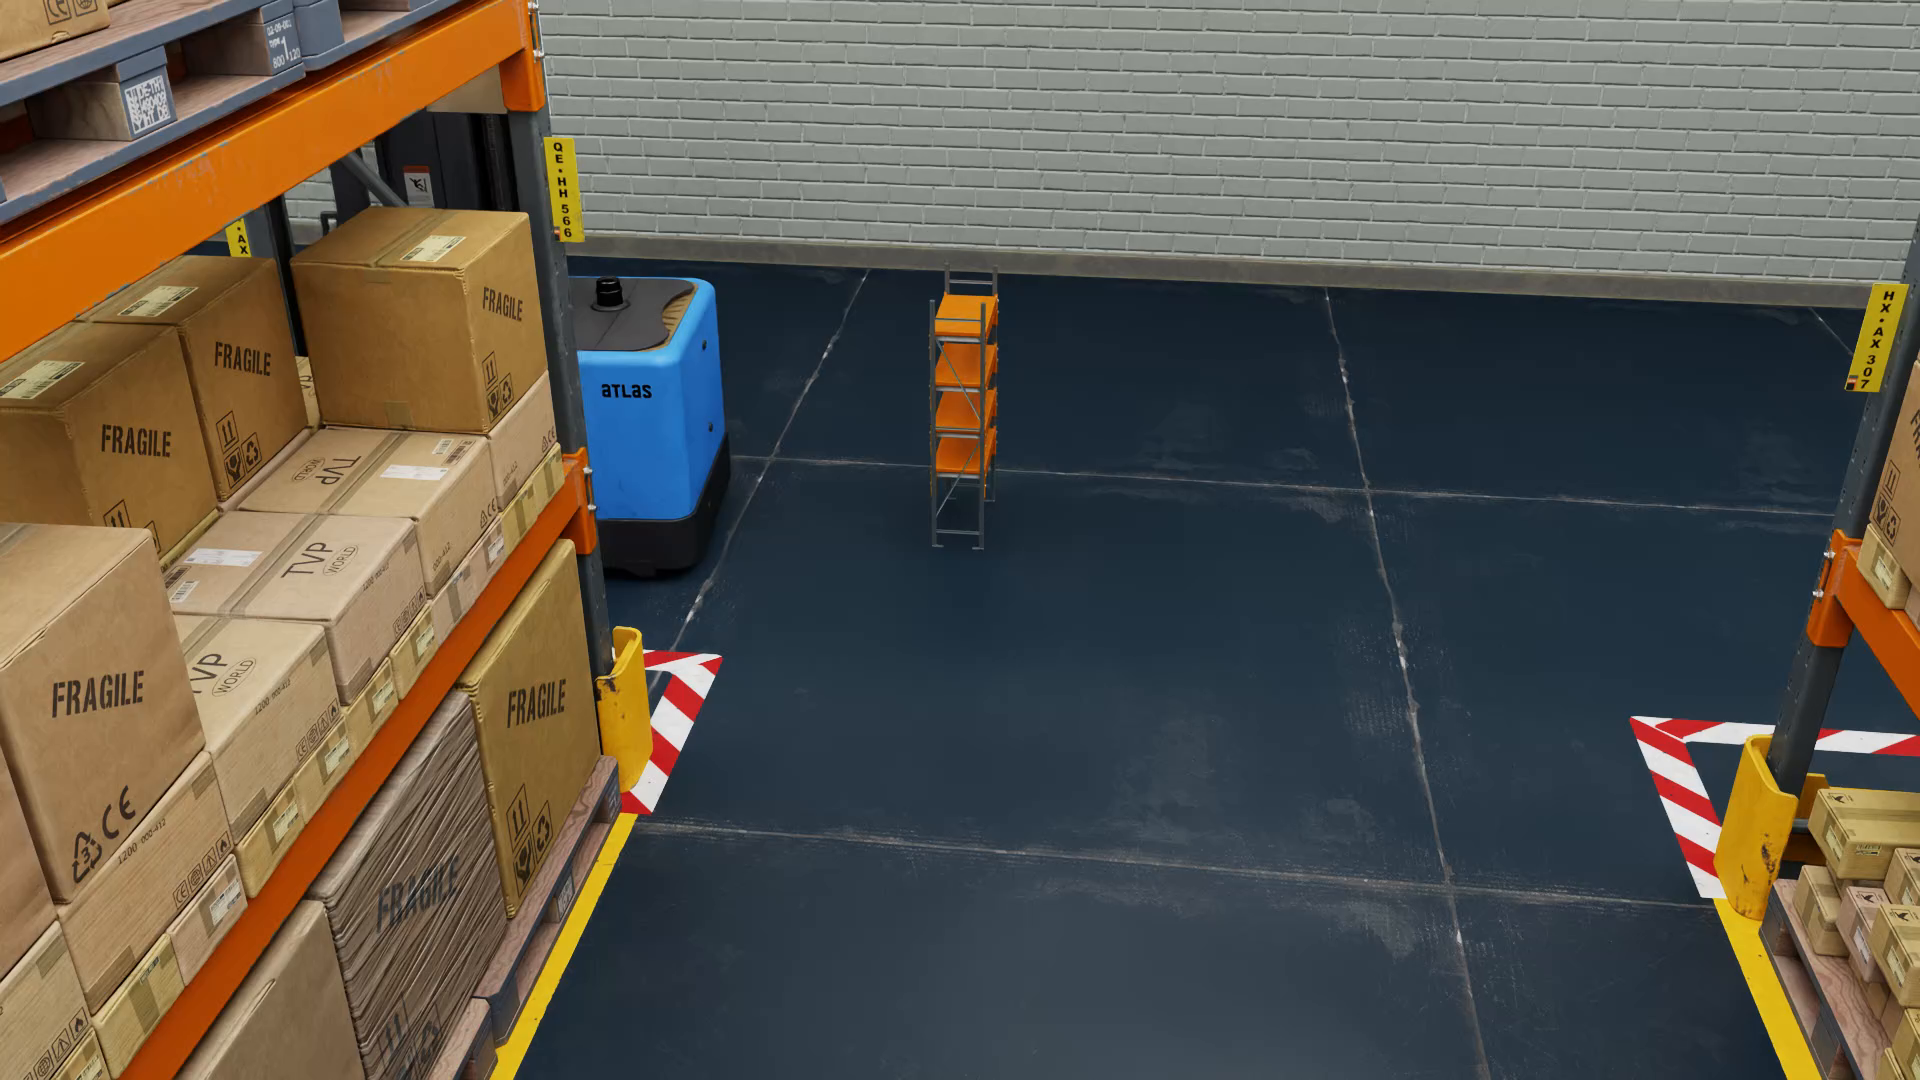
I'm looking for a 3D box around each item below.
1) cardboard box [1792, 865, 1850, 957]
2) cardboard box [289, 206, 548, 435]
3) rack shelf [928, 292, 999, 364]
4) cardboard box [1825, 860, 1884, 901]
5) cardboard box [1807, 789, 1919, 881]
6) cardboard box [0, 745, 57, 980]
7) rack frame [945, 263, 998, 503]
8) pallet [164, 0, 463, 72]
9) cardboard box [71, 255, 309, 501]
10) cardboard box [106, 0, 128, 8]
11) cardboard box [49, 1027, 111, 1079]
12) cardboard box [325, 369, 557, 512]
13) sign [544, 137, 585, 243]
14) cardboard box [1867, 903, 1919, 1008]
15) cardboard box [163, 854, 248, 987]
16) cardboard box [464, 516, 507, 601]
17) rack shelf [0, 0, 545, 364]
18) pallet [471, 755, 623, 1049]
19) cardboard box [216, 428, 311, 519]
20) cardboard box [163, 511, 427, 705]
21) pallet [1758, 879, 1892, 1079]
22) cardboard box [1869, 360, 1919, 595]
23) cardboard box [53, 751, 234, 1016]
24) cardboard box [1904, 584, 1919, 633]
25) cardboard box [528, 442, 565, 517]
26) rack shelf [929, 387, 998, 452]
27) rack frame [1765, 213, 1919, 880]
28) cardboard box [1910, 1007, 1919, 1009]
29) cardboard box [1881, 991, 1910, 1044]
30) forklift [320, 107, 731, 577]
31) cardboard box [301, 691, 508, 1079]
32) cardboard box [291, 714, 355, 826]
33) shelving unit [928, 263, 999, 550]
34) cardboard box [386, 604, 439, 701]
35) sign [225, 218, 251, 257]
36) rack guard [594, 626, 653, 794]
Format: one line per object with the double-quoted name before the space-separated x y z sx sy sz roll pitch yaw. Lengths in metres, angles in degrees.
"cardboard box" 2.773 1.136 5.041 0.380 0.149 0.250 4 29 7
"cardboard box" -1.554 -0.648 4.844 0.500 0.500 0.500 4 29 7
"rack shelf" 0.020 -0.952 7.424 0.258 0.148 0.480 3 28 6
"cardboard box" 2.836 1.009 4.964 0.380 0.149 0.250 5 29 8
"cardboard box" 2.753 0.873 4.902 0.380 0.149 0.250 2 28 4
"cardboard box" -1.865 0.548 2.624 0.500 0.500 0.500 3 28 6
"rack frame" 0.050 -0.721 7.823 0.240 1.200 0.015 3 28 6
"pallet" -1.836 -1.429 4.172 1.003 0.211 1.213 3 28 6
"cardboard box" -2.144 -0.447 4.471 0.500 0.500 0.500 3 28 5
"cardboard box" -1.970 -1.339 3.257 0.700 0.500 0.500 1 28 3
"cardboard box" -1.785 1.004 2.988 0.380 0.149 0.250 3 28 5
"cardboard box" -1.552 -0.319 5.024 0.500 0.250 0.500 3 28 5
"sign" -1.219 -1.074 5.110 0.100 0.325 0.005 3 28 6
"cardboard box" 2.681 1.121 4.442 0.380 0.149 0.250 3 28 6
"cardboard box" -1.721 0.766 3.431 0.380 0.149 0.250 4 29 7
"cardboard box" -1.535 0.041 4.777 0.380 0.149 0.250 3 29 6
"rack shelf" -2.001 -0.560 3.223 1.077 0.370 4.000 3 28 6
"pallet" -1.776 1.111 5.466 1.003 0.211 1.213 3 28 6
"cardboard box" -2.139 -0.107 4.631 0.500 0.250 0.500 3 28 6
"cardboard box" -1.676 0.159 4.136 0.500 0.250 0.500 2 28 4
"pallet" 3.011 1.482 4.777 1.003 0.211 1.213 3 28 6
"cardboard box" 2.825 -0.142 4.431 0.500 0.500 0.500 5 29 9
"cardboard box" -1.804 0.636 3.251 0.500 0.250 0.500 4 29 7
"cardboard box" 2.799 0.204 4.473 0.380 0.149 0.250 4 29 8
"cardboard box" -1.472 -0.200 5.224 0.380 0.149 0.250 4 29 7
"rack shelf" 0.020 -0.547 7.642 0.258 0.148 0.480 3 28 6
"rack frame" 3.155 -0.162 4.888 1.000 3.000 0.127 3 28 6
"cardboard box" 2.804 1.255 4.507 0.380 0.149 0.250 4 29 7
"cardboard box" 2.798 1.382 4.586 0.380 0.149 0.250 4 29 7
"forklift" -2.658 -1.373 7.208 3.031 2.935 1.130 1 28 2
"cardboard box" -1.866 0.987 4.553 0.875 0.875 0.875 3 28 6
"cardboard box" -1.660 0.519 3.889 0.380 0.149 0.250 4 29 7
"shelving unit" 0.020 -0.606 7.610 0.258 1.200 0.503 3 28 6
"cardboard box" -1.596 0.280 4.332 0.380 0.149 0.250 3 28 5
"sign" -2.306 -0.949 5.352 0.100 0.325 0.005 3 28 6
"rack guard" -1.753 0.591 6.125 1.175 0.500 0.348 3 28 6
